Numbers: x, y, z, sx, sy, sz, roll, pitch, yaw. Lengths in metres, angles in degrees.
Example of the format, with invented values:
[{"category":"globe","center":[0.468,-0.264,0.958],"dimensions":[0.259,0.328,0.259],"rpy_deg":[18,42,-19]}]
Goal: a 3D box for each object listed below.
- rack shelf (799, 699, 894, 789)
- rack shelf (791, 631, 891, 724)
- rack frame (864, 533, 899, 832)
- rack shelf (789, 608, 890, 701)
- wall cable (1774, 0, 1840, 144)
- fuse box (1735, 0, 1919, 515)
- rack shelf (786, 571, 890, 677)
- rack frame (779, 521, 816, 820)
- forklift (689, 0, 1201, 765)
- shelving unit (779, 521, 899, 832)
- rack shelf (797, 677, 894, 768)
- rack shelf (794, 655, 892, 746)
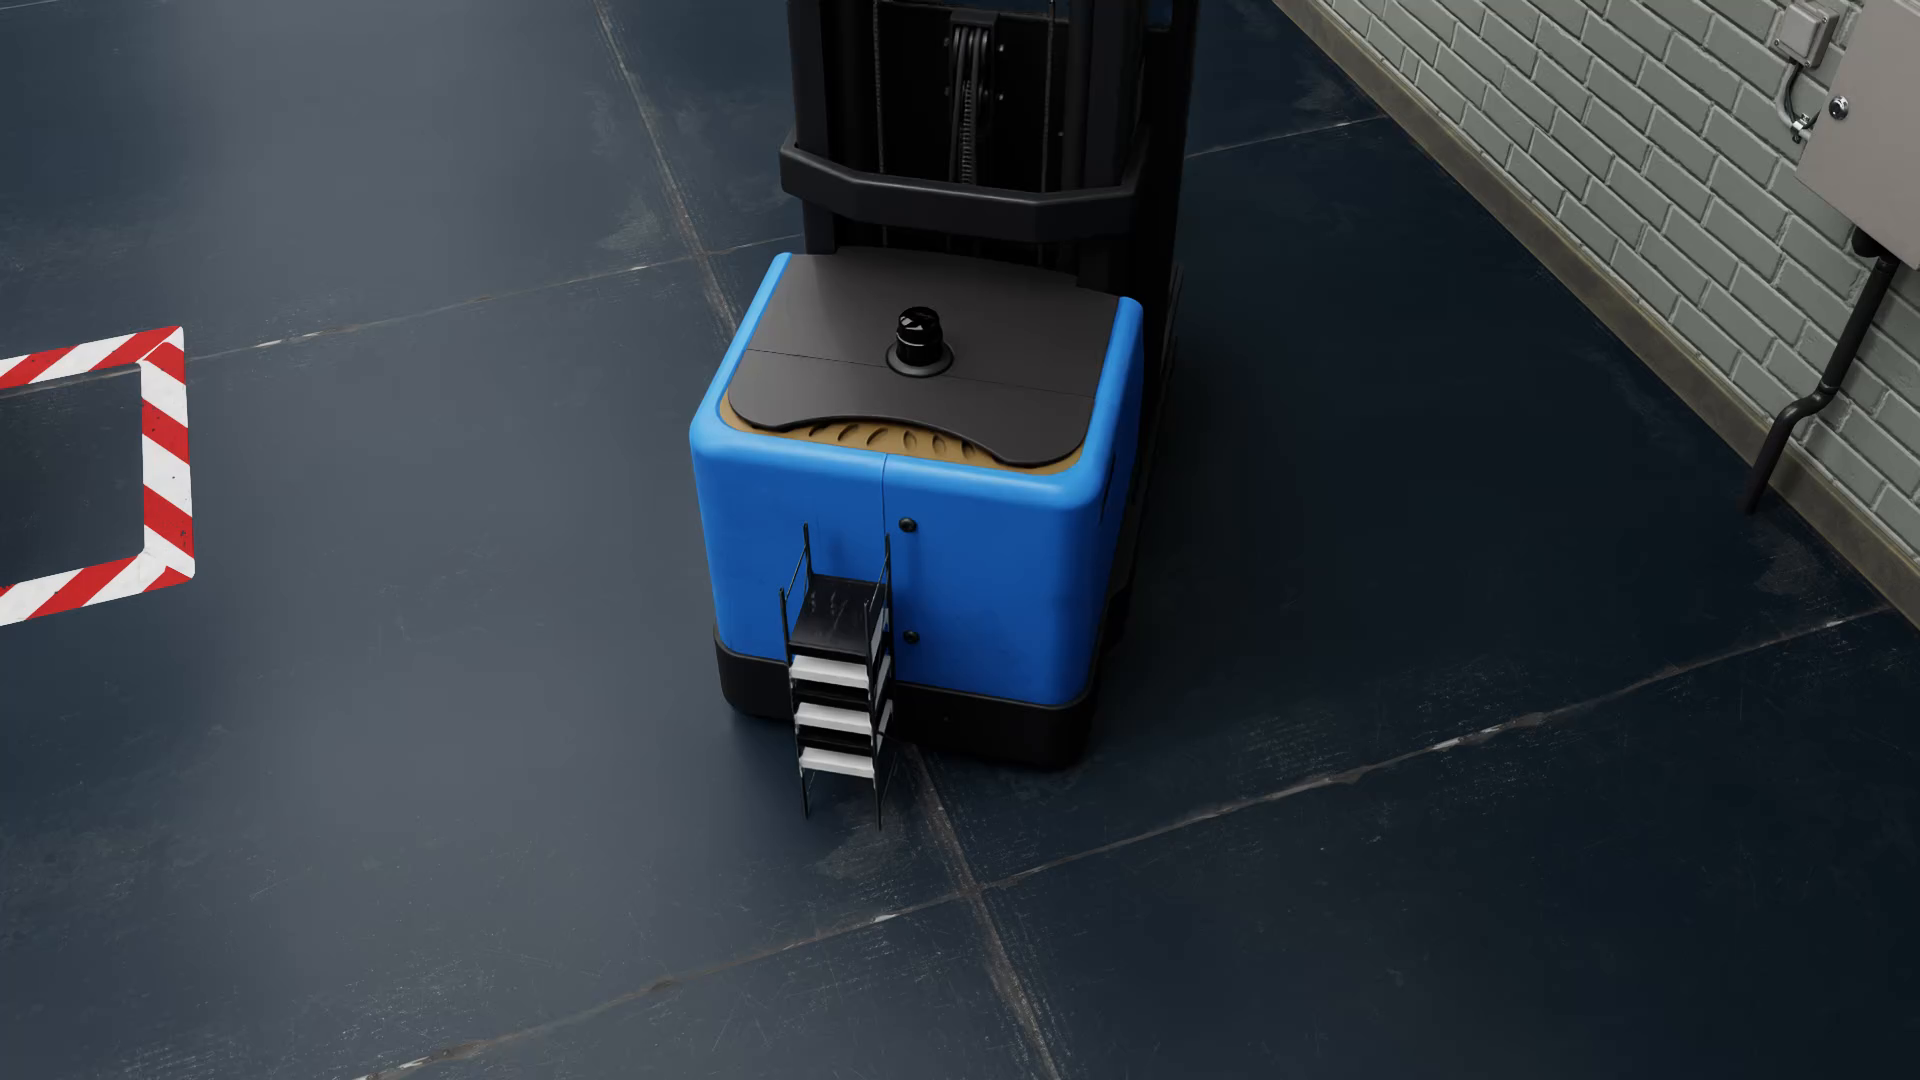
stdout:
[{"category":"rack shelf","center":[-0.295,0.521,4.397],"dimensions":[0.200,0.077,0.258],"rpy_deg":[8,46,8]},{"category":"rack shelf","center":[-0.295,0.330,4.206],"dimensions":[0.200,0.077,0.258],"rpy_deg":[8,46,8]},{"category":"rack frame","center":[-0.195,0.384,4.232],"dimensions":[0.006,0.900,0.240],"rpy_deg":[8,46,8]},{"category":"rack shelf","center":[-0.295,0.267,4.142],"dimensions":[0.200,0.077,0.258],"rpy_deg":[8,46,8]},{"category":"wall cable","center":[2.424,-1.985,4.393],"dimensions":[0.122,1.984,0.588],"rpy_deg":[-14,47,-14]},{"category":"fuse box","center":[2.508,-0.679,4.718],"dimensions":[0.414,1.711,0.539],"rpy_deg":[-14,47,-14]},{"category":"rack shelf","center":[-0.295,0.203,4.078],"dimensions":[0.200,0.077,0.258],"rpy_deg":[8,46,8]},{"category":"rack frame","center":[-0.394,0.356,4.259],"dimensions":[0.006,0.900,0.240],"rpy_deg":[8,46,8]},{"category":"forklift","center":[0.138,-1.483,4.658],"dimensions":[1.130,2.935,3.031],"rpy_deg":[9,46,9]},{"category":"shelving unit","center":[-0.295,0.370,4.246],"dimensions":[0.210,0.900,0.258],"rpy_deg":[8,46,8]},{"category":"rack shelf","center":[-0.295,0.457,4.333],"dimensions":[0.200,0.077,0.258],"rpy_deg":[8,46,8]},{"category":"rack shelf","center":[-0.295,0.394,4.269],"dimensions":[0.200,0.077,0.258],"rpy_deg":[8,46,8]}]
